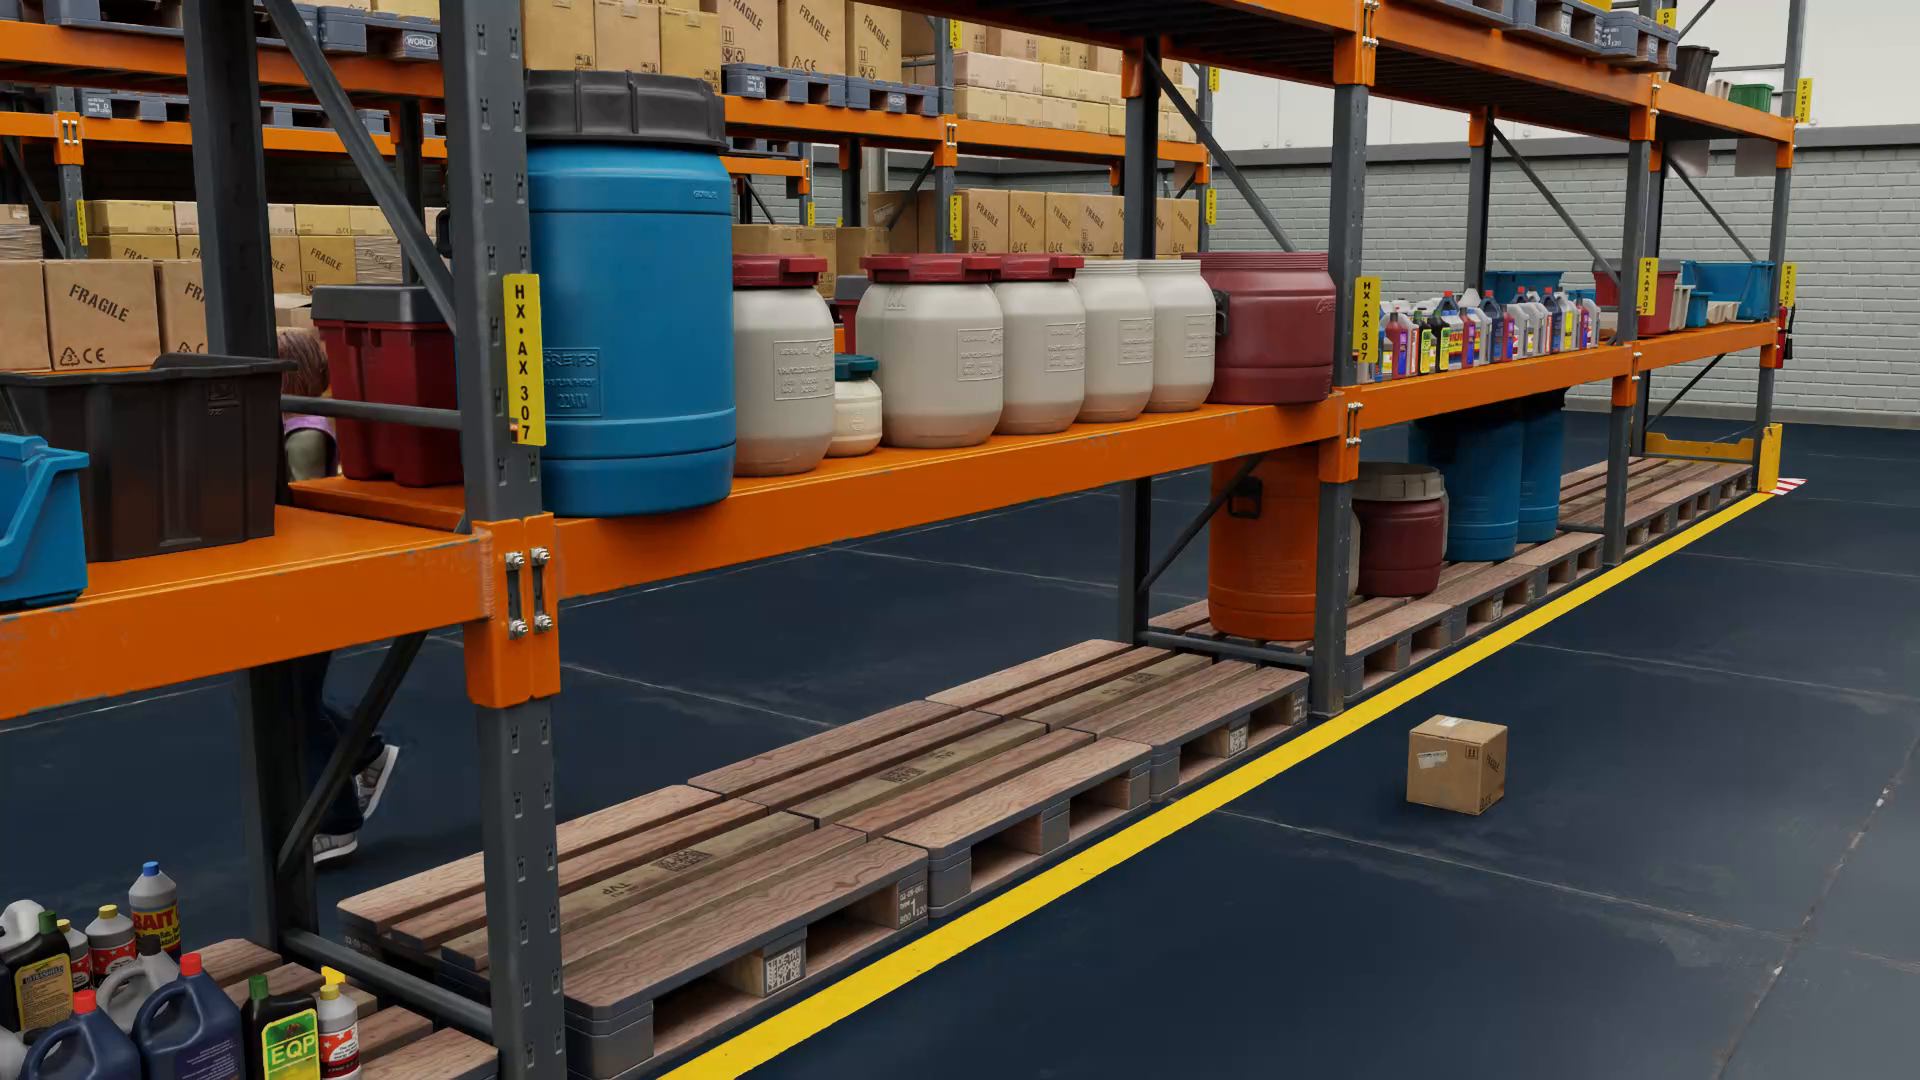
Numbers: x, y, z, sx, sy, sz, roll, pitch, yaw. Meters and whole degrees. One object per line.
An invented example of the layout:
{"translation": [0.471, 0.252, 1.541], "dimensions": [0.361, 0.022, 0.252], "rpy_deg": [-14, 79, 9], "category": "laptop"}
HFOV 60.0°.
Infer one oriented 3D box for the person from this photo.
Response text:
{"translation": [-1.926, 0.182, 4.961], "dimensions": [0.466, 1.585, 0.407], "rpy_deg": [-6, 11, -30], "category": "person"}
